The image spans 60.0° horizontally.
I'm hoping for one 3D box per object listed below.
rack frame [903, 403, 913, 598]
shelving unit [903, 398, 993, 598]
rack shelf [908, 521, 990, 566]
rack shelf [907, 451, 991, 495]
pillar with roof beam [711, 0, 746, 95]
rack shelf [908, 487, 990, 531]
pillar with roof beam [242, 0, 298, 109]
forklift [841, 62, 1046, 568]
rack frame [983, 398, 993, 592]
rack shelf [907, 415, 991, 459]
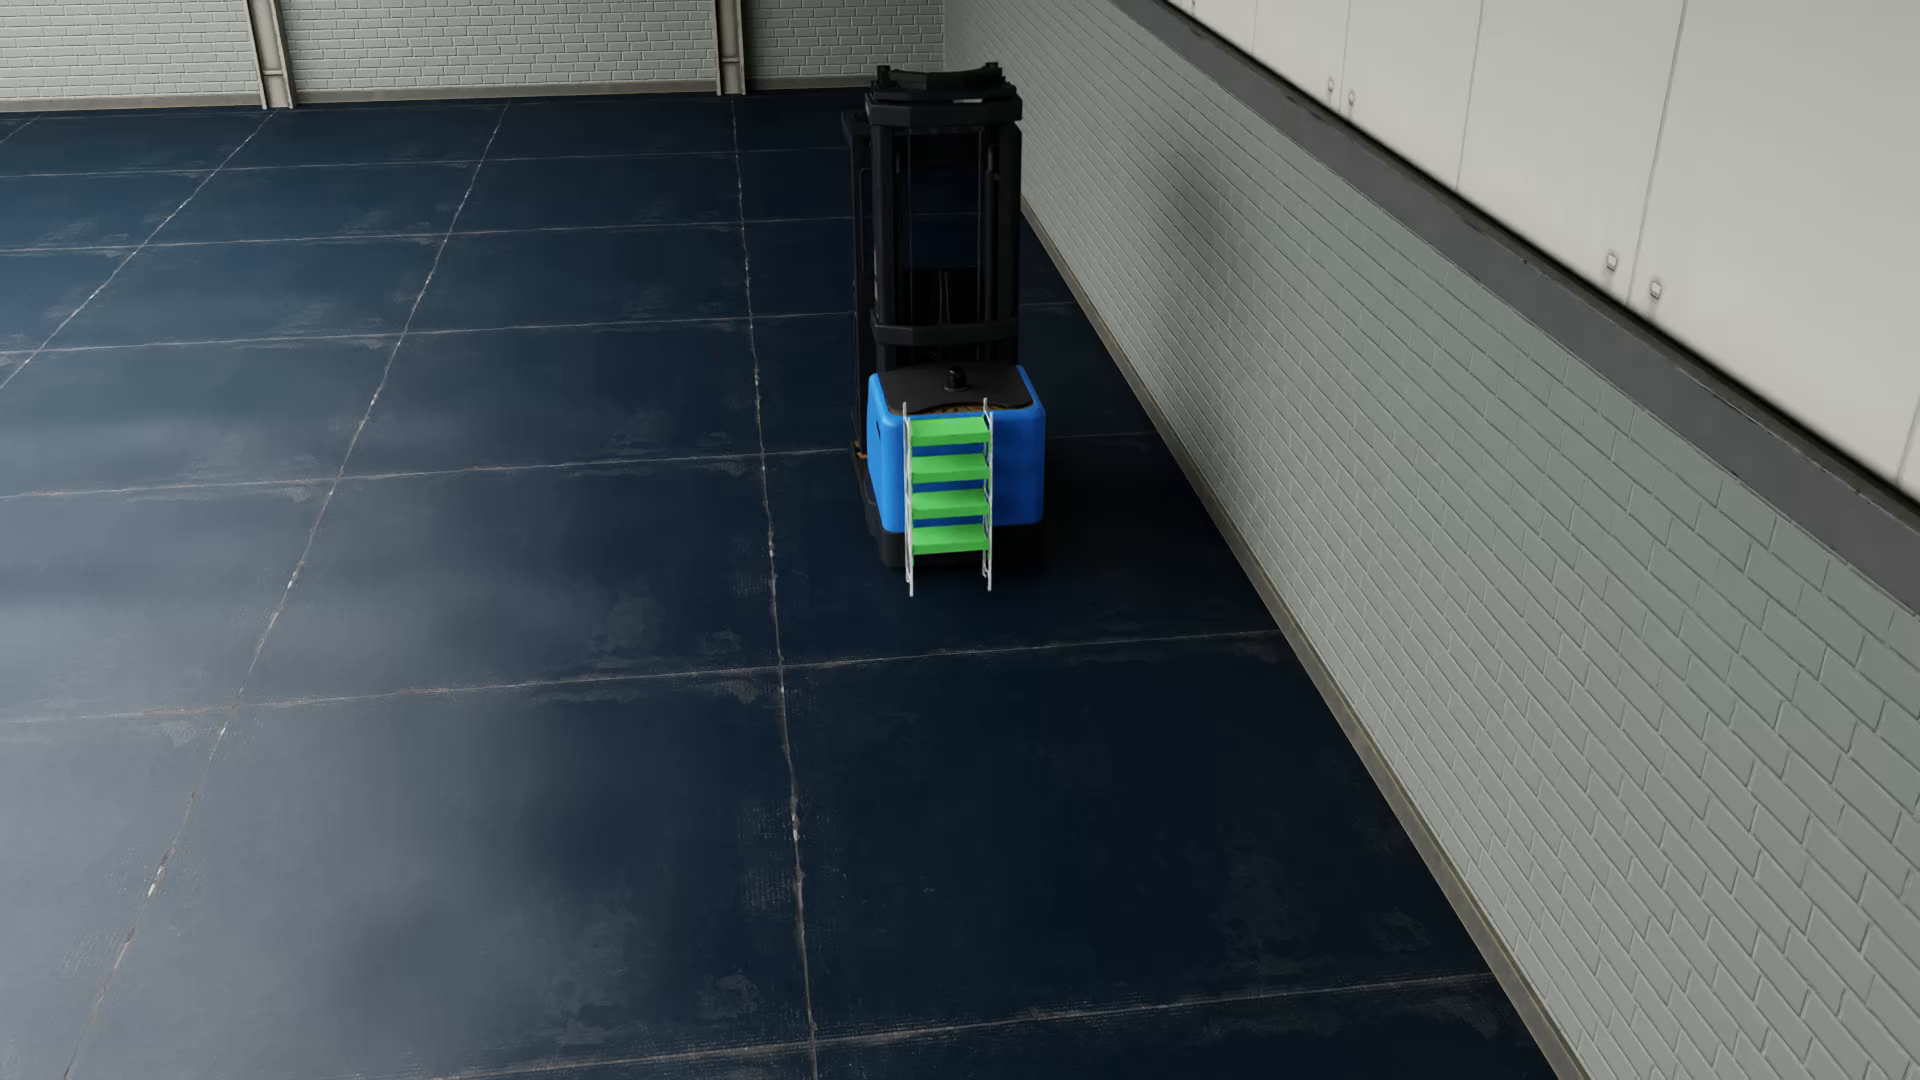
[{"bbox_3d":[-0.313,-0.232,10.090,0.015,1.200,0.240,-4,27,-8],"label":"rack frame"},{"bbox_3d":[-0.072,-0.249,10.123,0.503,1.200,0.258,-4,27,-8],"label":"shelving unit"},{"bbox_3d":[-0.072,0.021,10.262,0.480,0.148,0.258,-4,27,-8],"label":"rack shelf"},{"bbox_3d":[-0.072,-0.405,10.043,0.480,0.148,0.258,-4,27,-8],"label":"rack shelf"},{"bbox_3d":[-2.565,-8.256,17.186,0.400,9.000,9.100,-4,27,-7],"label":"pillar with roof beam"},{"bbox_3d":[-0.072,-0.192,10.152,0.480,0.148,0.258,-4,27,-8],"label":"rack shelf"},{"bbox_3d":[-8.506,-7.875,16.442,0.400,9.000,9.100,-4,27,-7],"label":"pillar with roof beam"},{"bbox_3d":[-0.188,-1.779,11.209,1.130,2.935,3.031,-4,27,-8],"label":"forklift"},{"bbox_3d":[0.169,-0.266,10.156,0.015,1.200,0.240,-4,27,-8],"label":"rack frame"},{"bbox_3d":[-0.072,-0.619,9.933,0.480,0.148,0.258,-4,27,-8],"label":"rack shelf"}]
